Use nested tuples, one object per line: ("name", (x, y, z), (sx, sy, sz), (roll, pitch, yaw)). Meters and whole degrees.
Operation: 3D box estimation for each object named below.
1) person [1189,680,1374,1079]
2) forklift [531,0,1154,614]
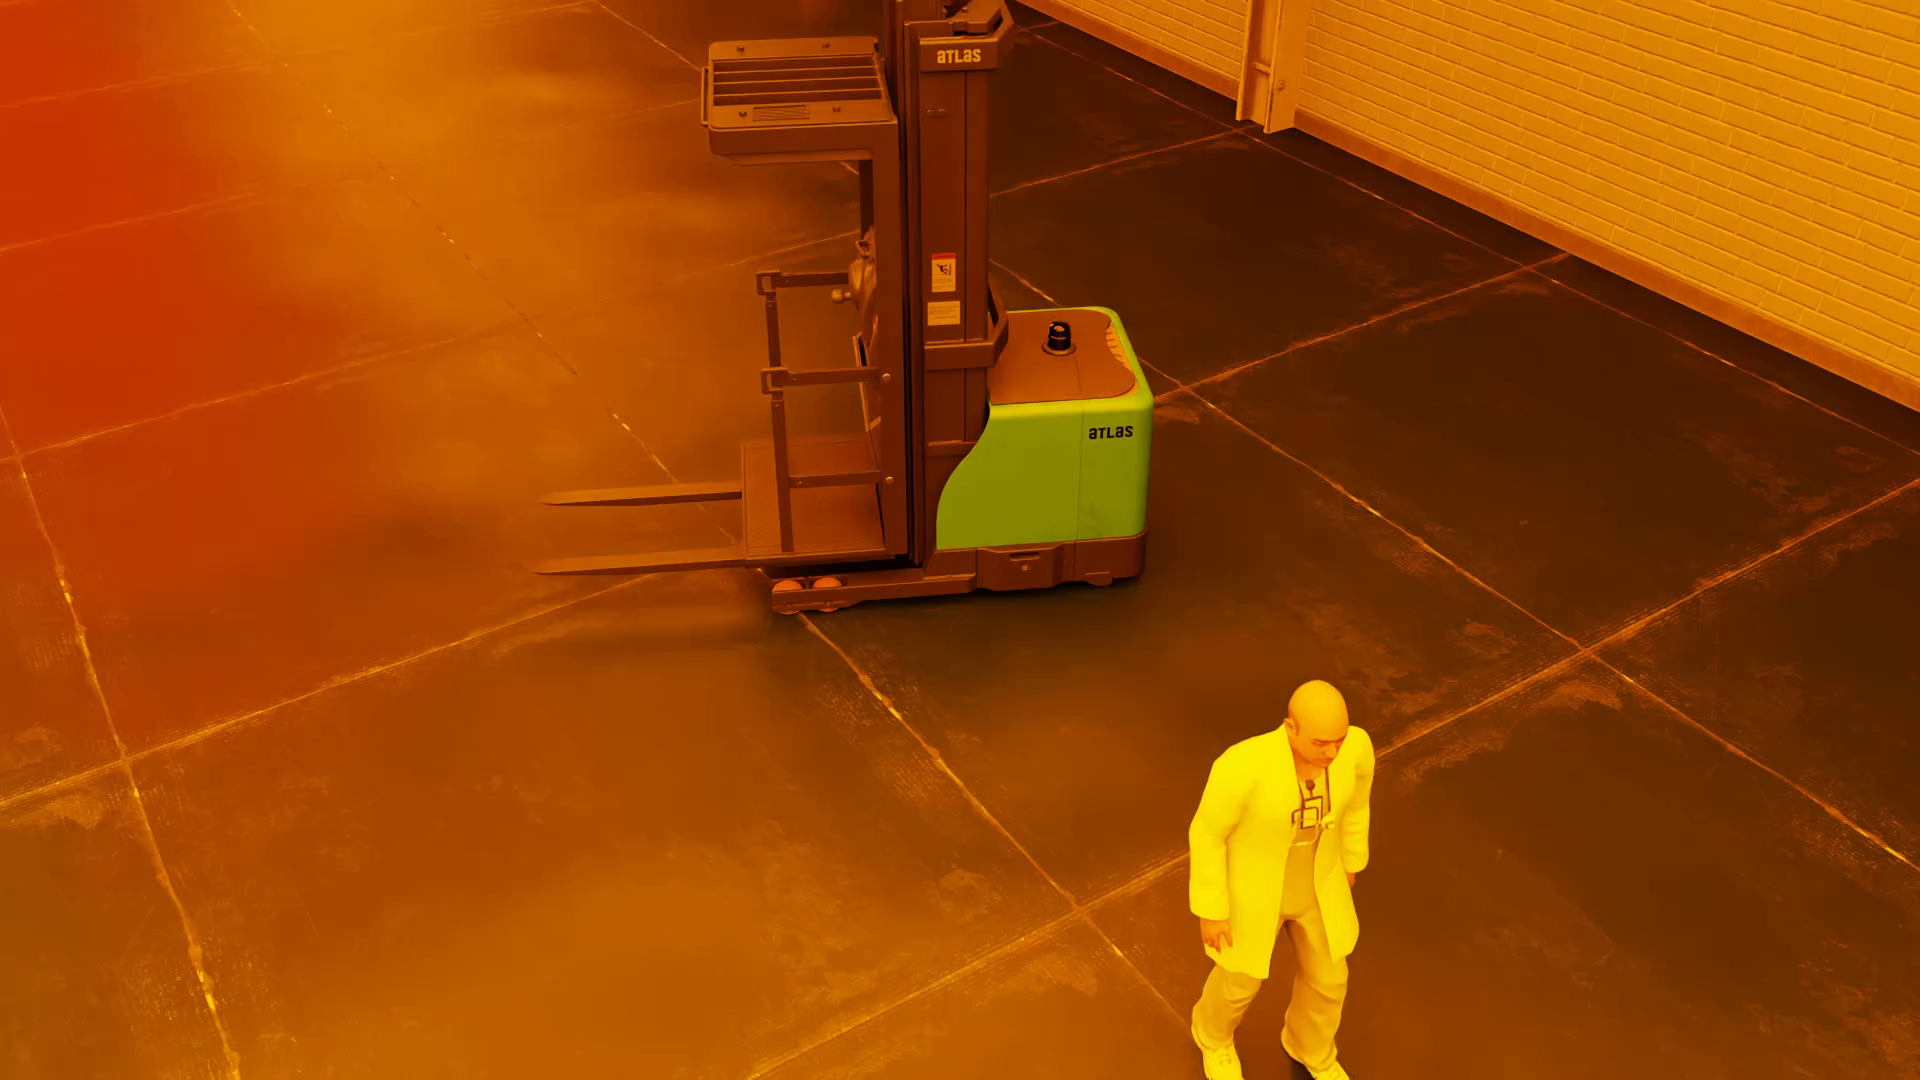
("person", (1.075, 1.192, 5.488), (0.663, 1.795, 0.518), (-10, 36, -13))
("forklift", (-0.625, -1.156, 7.793), (3.031, 2.935, 1.130), (-4, 35, -6))
